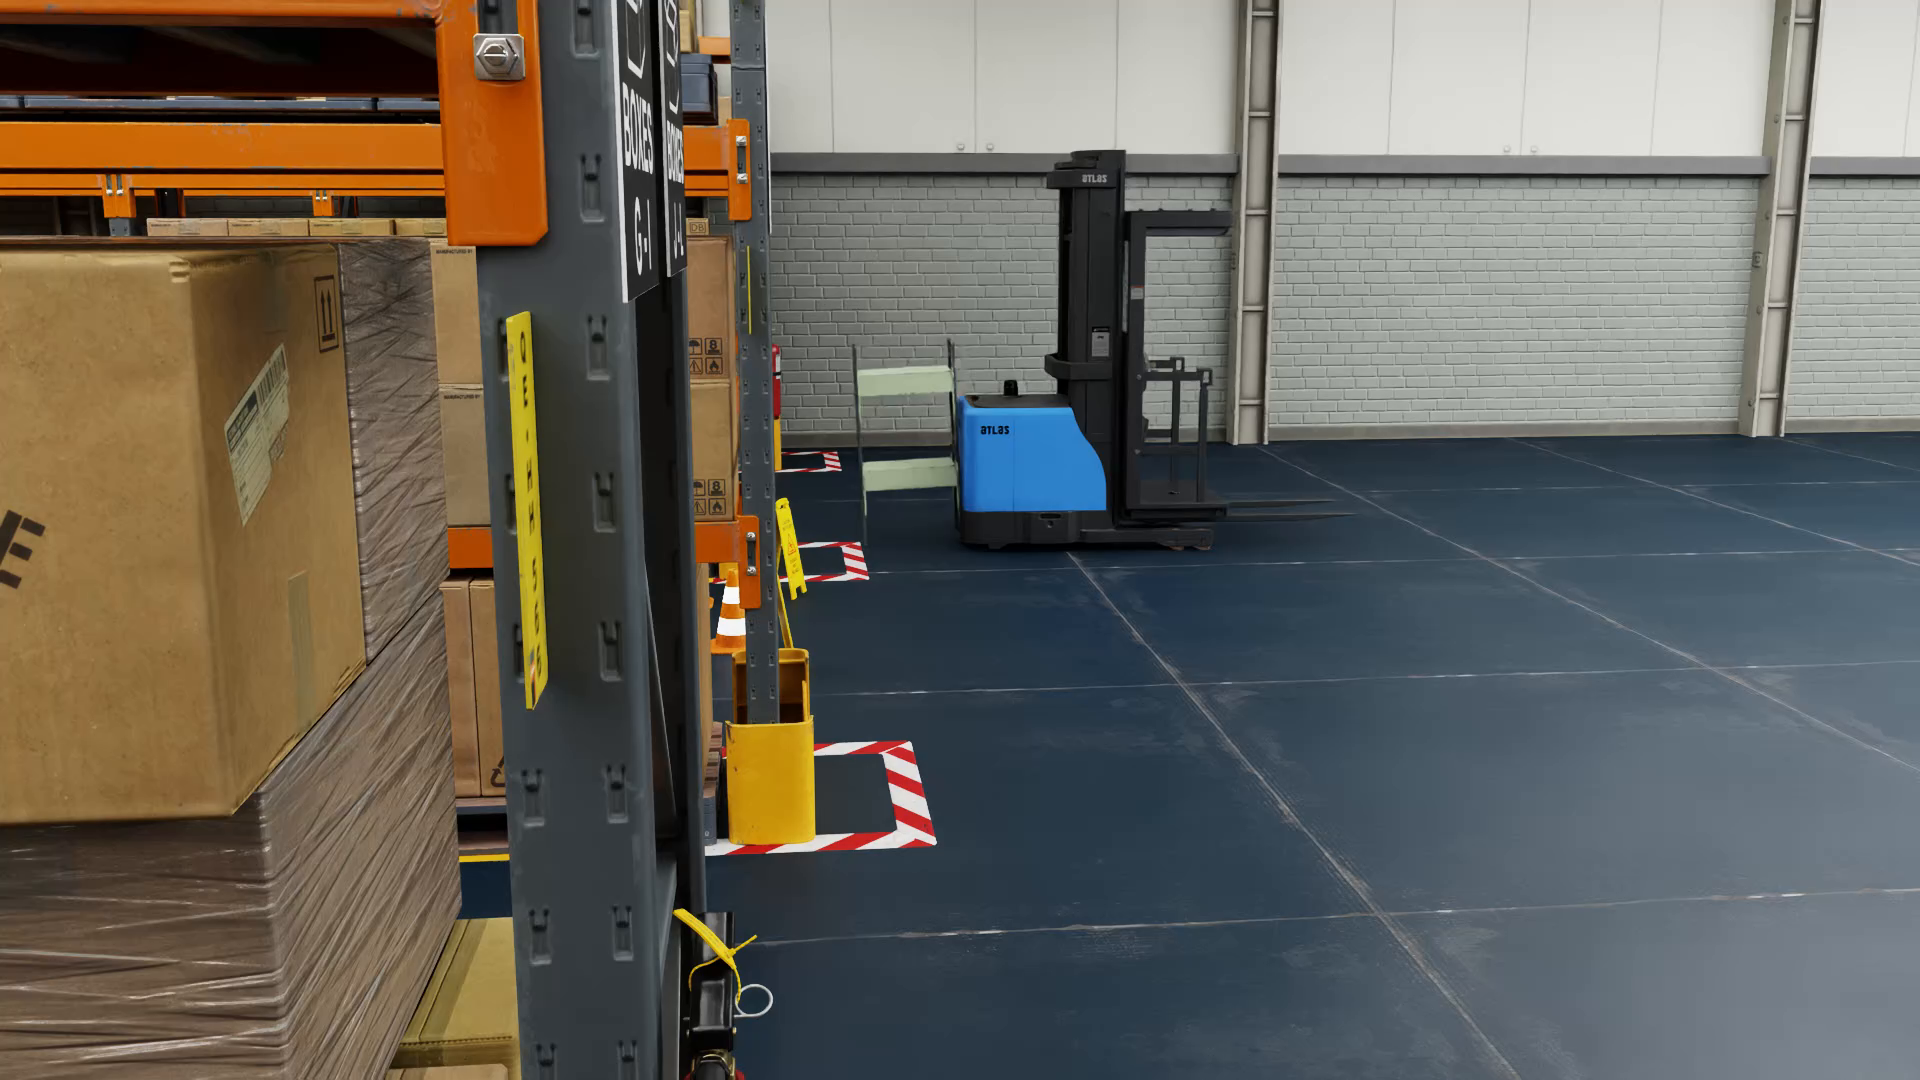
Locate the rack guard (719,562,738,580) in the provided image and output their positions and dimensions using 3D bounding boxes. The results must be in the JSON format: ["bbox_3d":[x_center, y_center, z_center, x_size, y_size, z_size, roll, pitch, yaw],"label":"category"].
[{"bbox_3d":[-1.550,-0.082,11.990,0.348,0.500,1.175,-1,11,-6],"label":"rack guard"}]

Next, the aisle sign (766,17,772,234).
[{"bbox_3d":[-0.737,-1.583,6.403,0.004,0.787,0.394,-1,11,-6],"label":"aisle sign"}]

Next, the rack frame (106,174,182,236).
[{"bbox_3d":[-5.451,-1.227,11.333,0.127,3.000,1.000,-1,11,-6],"label":"rack frame"}]

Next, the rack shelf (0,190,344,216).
[{"bbox_3d":[-7.979,-3.256,15.743,4.000,0.370,1.077,-1,11,-6],"label":"rack shelf"}]

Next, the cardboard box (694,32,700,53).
[{"bbox_3d":[-1.215,-2.021,6.900,0.250,0.149,0.380,-1,11,-6],"label":"cardboard box"}]

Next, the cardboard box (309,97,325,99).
[{"bbox_3d":[-4.079,-2.941,10.859,0.250,0.149,0.380,-2,11,-8],"label":"cardboard box"}]

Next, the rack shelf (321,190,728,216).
[{"bbox_3d":[-4.003,-3.339,16.167,4.000,0.370,1.077,-1,11,-6],"label":"rack shelf"}]

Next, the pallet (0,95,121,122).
[{"bbox_3d":[-4.002,-1.723,6.311,1.213,0.211,1.003,-1,11,-6],"label":"pallet"}]

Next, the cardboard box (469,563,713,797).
[{"bbox_3d":[-1.507,0.500,6.967,0.875,0.875,0.875,-1,11,-6],"label":"cardboard box"}]

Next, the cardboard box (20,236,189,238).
[{"bbox_3d":[-3.360,-0.903,6.497,0.550,0.550,0.875,-1,11,-6],"label":"cardboard box"}]

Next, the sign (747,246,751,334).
[{"bbox_3d":[-0.795,-0.943,6.274,0.005,0.325,0.100,-1,11,-6],"label":"sign"}]

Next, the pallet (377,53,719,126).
[{"bbox_3d":[-1.576,-1.774,6.569,1.213,0.211,1.003,-1,11,-6],"label":"pallet"}]

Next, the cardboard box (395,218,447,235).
[{"bbox_3d":[-3.470,-1.920,11.237,0.500,0.500,0.700,-1,11,-6],"label":"cardboard box"}]

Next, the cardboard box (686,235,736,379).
[{"bbox_3d":[-1.213,-0.966,6.819,0.550,0.550,0.875,-1,11,-6],"label":"cardboard box"}]

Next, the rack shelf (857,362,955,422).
[{"bbox_3d":[-0.419,-1.129,12.613,0.720,0.370,0.431,-4,12,-4],"label":"rack shelf"}]

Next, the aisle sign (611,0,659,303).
[{"bbox_3d":[-0.310,-0.629,1.553,0.004,0.787,0.394,-1,11,-6],"label":"aisle sign"}]

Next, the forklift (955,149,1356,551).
[{"bbox_3d":[1.500,-1.460,12.698,3.031,2.935,1.130,-1,11,-4],"label":"forklift"}]

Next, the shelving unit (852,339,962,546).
[{"bbox_3d":[-0.401,-0.747,12.693,0.755,1.500,0.431,-4,12,-4],"label":"shelving unit"}]

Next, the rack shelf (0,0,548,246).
[{"bbox_3d":[-2.393,-0.487,1.658,4.000,0.370,1.077,-1,11,-6],"label":"rack shelf"}]

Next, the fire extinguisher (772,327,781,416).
[{"bbox_3d":[-1.311,-1.186,11.327,0.183,0.674,0.296,-1,11,-6],"label":"fire extinguisher"}]

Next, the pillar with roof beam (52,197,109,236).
[{"bbox_3d":[-8.304,-4.414,11.990,0.400,9.000,9.100,-1,11,-6],"label":"pillar with roof beam"}]

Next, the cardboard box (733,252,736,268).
[{"bbox_3d":[-2.371,-2.809,16.670,0.250,0.149,0.380,-1,11,-7],"label":"cardboard box"}]

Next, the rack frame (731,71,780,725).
[{"bbox_3d":[-0.840,-0.363,6.939,0.127,3.000,1.000,-1,11,-6],"label":"rack frame"}]

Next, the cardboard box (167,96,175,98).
[{"bbox_3d":[-5.103,-2.911,10.706,0.250,0.149,0.380,-1,11,-7],"label":"cardboard box"}]

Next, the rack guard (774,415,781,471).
[{"bbox_3d":[-1.991,-1.036,16.842,0.348,0.500,1.175,-1,11,-6],"label":"rack guard"}]

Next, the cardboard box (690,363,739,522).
[{"bbox_3d":[-1.204,-0.420,6.841,0.550,0.550,0.875,-1,11,-6],"label":"cardboard box"}]

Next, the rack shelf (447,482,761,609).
[{"bbox_3d":[-2.828,0.032,6.797,4.000,0.370,1.077,-1,11,-6],"label":"rack shelf"}]

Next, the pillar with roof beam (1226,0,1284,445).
[{"bbox_3d":[3.626,-4.664,13.262,0.400,9.000,9.100,-1,11,-6],"label":"pillar with roof beam"}]

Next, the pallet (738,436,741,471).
[{"bbox_3d":[-2.770,-0.870,16.746,1.213,0.211,1.003,-1,11,-6],"label":"pallet"}]

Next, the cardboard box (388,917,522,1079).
[{"bbox_3d":[-0.714,0.674,2.317,0.250,0.149,0.380,-1,11,-6],"label":"cardboard box"}]

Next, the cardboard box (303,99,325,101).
[{"bbox_3d":[-3.973,-2.748,10.913,0.500,0.250,0.500,-1,11,-6],"label":"cardboard box"}]

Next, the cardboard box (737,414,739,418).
[{"bbox_3d":[-2.504,-1.394,16.928,0.500,0.250,0.500,-1,11,-5],"label":"cardboard box"}]

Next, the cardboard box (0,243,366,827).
[{"bbox_3d":[-0.925,-0.037,1.656,0.500,0.500,0.500,-1,11,-6],"label":"cardboard box"}]

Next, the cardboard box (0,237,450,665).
[{"bbox_3d":[-0.981,-0.136,2.163,0.500,0.500,0.500,-1,11,-6],"label":"cardboard box"}]

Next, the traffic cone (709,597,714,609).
[{"bbox_3d":[-1.763,0.191,10.698,0.334,0.463,0.336,-1,11,-6],"label":"traffic cone"}]

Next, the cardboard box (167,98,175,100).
[{"bbox_3d":[-4.984,-2.728,10.809,0.500,0.250,0.500,-1,11,-7],"label":"cardboard box"}]

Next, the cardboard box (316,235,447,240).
[{"bbox_3d":[-2.321,-0.952,6.744,0.550,0.550,0.875,-1,11,-6],"label":"cardboard box"}]

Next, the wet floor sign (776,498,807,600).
[{"bbox_3d":[-1.170,0.046,10.960,0.232,0.644,0.267,3,11,14],"label":"wet floor sign"}]

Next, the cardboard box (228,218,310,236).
[{"bbox_3d":[-4.480,-1.887,11.066,0.500,0.500,0.700,-1,11,-6],"label":"cardboard box"}]

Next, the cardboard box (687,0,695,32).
[{"bbox_3d":[-1.347,-2.202,6.785,0.500,0.250,0.500,-1,11,-6],"label":"cardboard box"}]

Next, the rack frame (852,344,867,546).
[{"bbox_3d":[-0.765,-0.724,12.665,0.023,1.500,0.400,-4,12,-4],"label":"rack frame"}]

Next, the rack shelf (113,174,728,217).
[{"bbox_3d":[-3.463,-2.387,11.325,4.000,0.370,1.077,-1,11,-6],"label":"rack shelf"}]
